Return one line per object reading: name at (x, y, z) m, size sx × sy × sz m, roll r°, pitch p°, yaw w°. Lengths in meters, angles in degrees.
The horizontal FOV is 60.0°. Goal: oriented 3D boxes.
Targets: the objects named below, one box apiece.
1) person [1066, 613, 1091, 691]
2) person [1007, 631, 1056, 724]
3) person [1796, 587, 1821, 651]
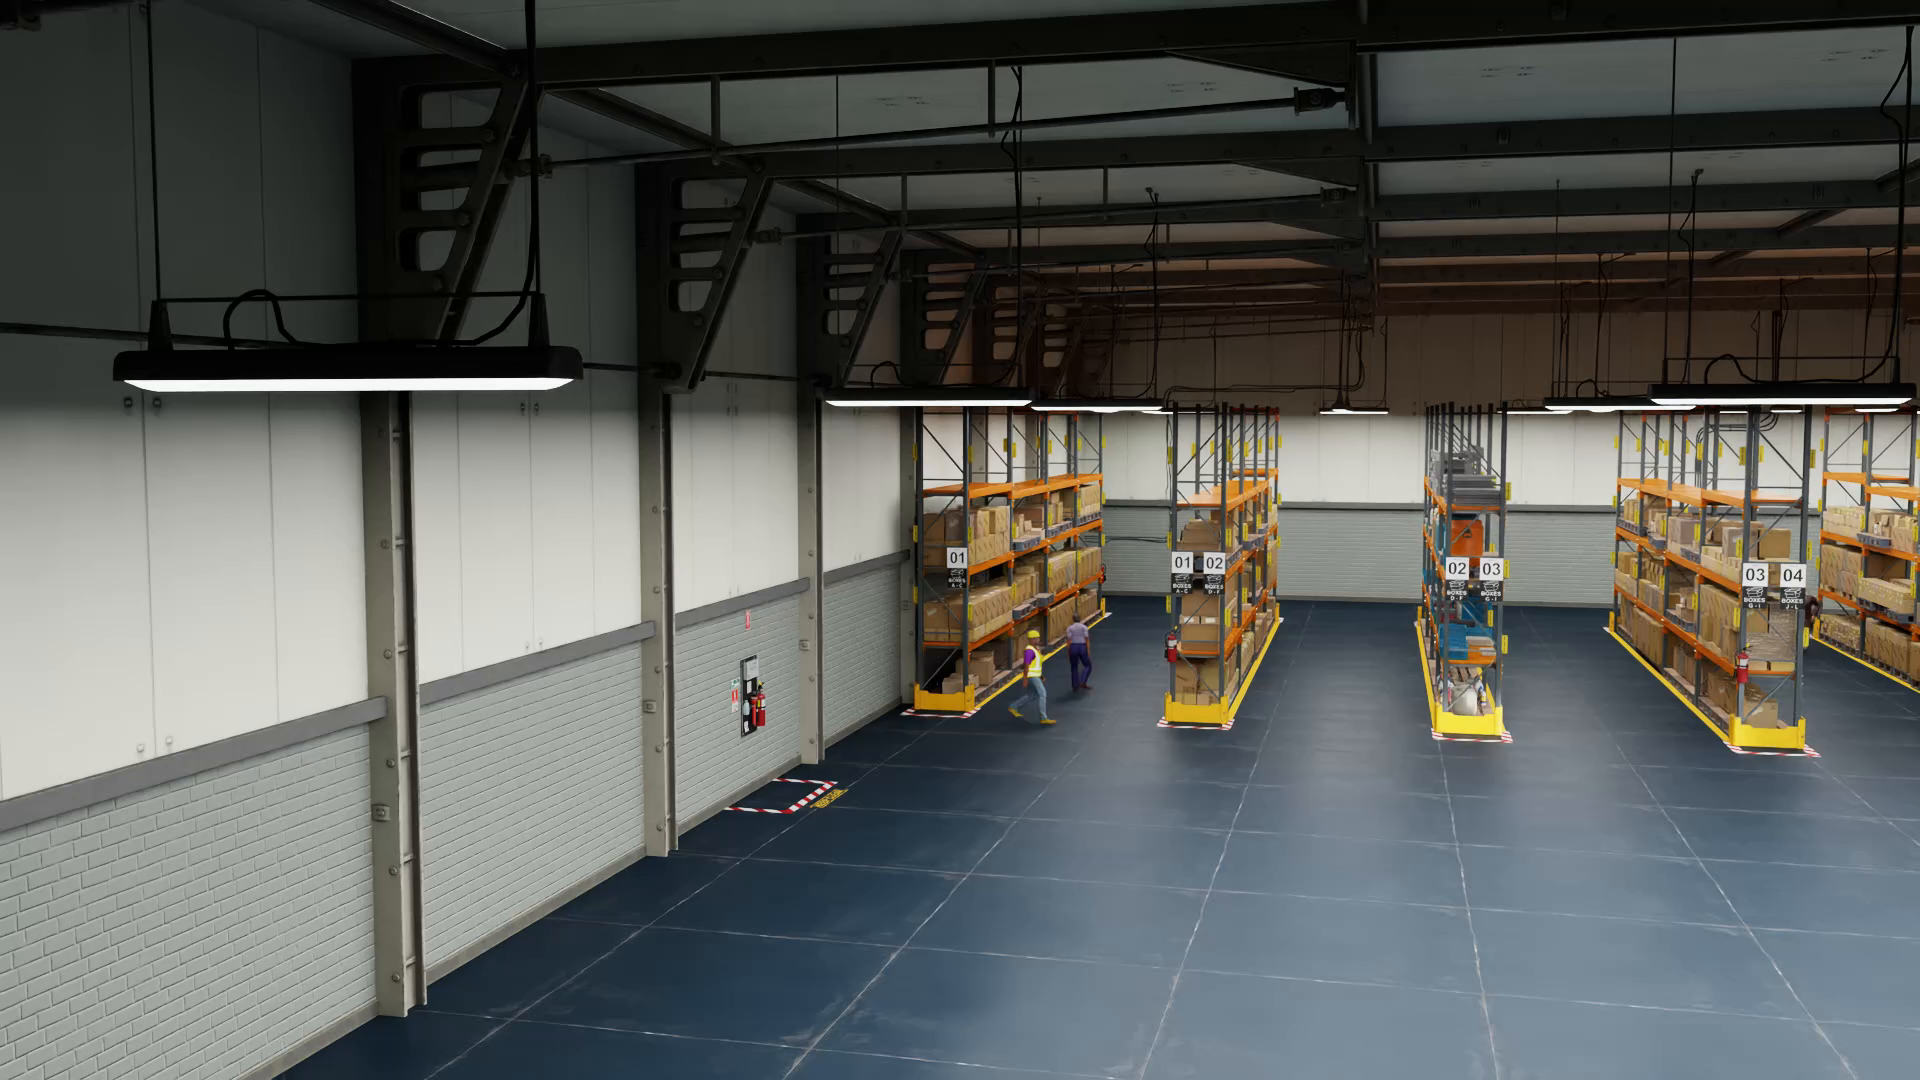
person at (2.483, 2.348, 34.656) m, size 0.550 × 1.643 × 0.501 m, roll 1°, pitch 4°, yaw 12°
person at (1.360, 2.561, 31.221) m, size 0.939 × 1.715 × 0.564 m, roll 1°, pitch 4°, yaw 9°
person at (20.348, 1.927, 40.156) m, size 0.752 × 1.682 × 0.650 m, roll 2°, pitch 5°, yaw 23°
